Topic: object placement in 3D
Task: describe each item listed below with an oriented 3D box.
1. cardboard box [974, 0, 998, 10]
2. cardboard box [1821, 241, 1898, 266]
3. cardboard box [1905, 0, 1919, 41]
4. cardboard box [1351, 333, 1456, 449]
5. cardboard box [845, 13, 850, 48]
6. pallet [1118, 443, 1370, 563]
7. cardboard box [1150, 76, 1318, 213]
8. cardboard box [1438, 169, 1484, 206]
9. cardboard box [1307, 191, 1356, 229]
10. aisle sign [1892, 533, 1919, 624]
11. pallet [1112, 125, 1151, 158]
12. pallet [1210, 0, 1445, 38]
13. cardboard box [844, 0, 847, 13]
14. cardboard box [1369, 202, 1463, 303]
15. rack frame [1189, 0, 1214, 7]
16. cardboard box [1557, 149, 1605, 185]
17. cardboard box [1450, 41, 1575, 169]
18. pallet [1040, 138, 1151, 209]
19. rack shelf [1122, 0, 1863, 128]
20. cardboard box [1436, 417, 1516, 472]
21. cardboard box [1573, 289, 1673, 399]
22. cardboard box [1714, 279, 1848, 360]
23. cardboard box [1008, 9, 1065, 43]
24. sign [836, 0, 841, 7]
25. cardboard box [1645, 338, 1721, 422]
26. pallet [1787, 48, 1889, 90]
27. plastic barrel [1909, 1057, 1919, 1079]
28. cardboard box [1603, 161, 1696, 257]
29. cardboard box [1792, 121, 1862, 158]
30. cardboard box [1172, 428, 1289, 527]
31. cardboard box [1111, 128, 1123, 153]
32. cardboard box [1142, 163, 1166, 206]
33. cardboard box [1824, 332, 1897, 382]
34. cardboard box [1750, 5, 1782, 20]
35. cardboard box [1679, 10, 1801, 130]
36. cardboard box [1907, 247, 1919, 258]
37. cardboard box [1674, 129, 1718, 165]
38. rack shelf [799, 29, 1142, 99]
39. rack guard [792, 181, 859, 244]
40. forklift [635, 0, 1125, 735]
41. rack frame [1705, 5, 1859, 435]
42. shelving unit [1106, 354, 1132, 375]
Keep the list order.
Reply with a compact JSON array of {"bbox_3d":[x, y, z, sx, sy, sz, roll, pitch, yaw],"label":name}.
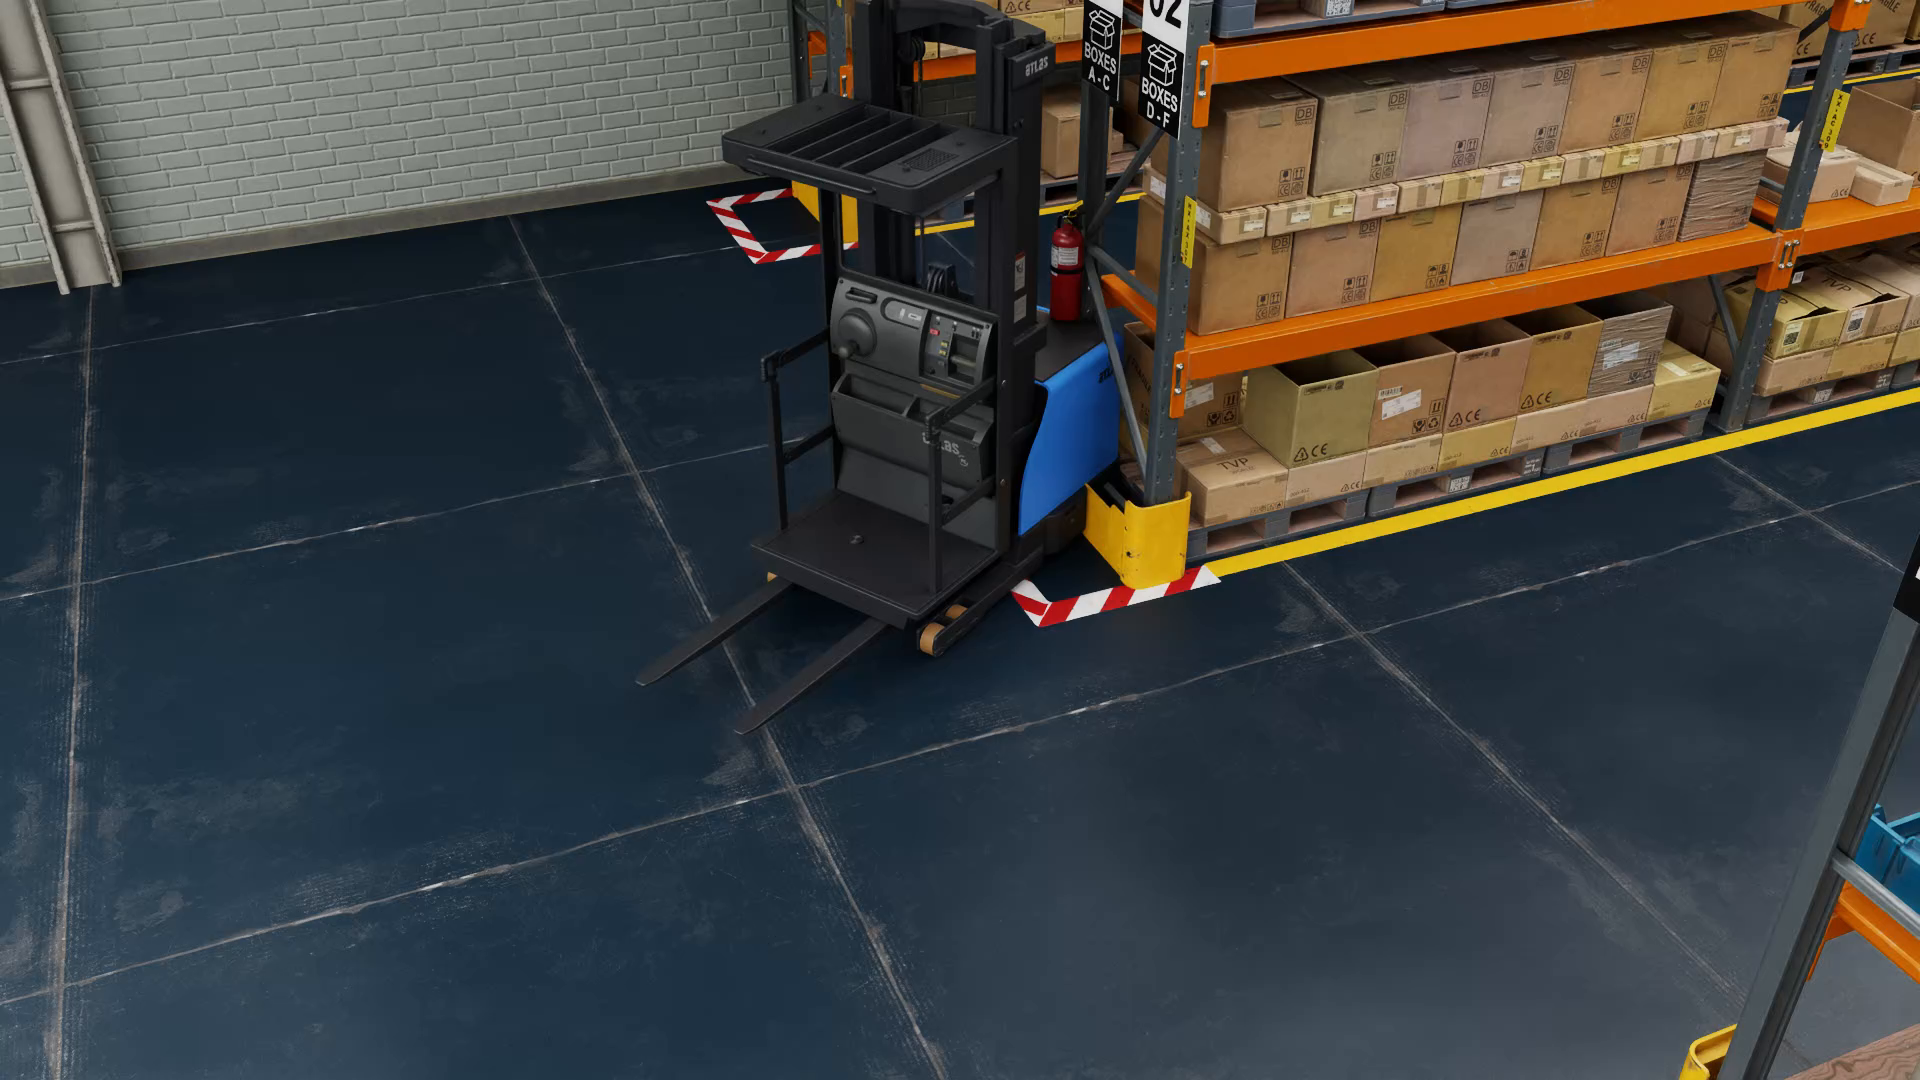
[{"bbox_3d":[-0.049,-4.119,12.180,0.500,0.500,0.500,-13,35,-19],"label":"cardboard box"},{"bbox_3d":[5.745,-1.870,10.914,0.500,0.311,0.500,-13,35,-19],"label":"cardboard box"},{"bbox_3d":[9.451,-5.416,16.328,0.750,0.750,0.750,-12,35,-18],"label":"cardboard box"},{"bbox_3d":[2.353,-0.878,9.216,0.500,0.500,0.500,-13,35,-19],"label":"cardboard box"},{"bbox_3d":[-0.709,-3.952,12.611,0.500,0.250,0.500,-12,35,-18],"label":"cardboard box"},{"bbox_3d":[1.545,-0.334,9.488,1.213,0.211,1.003,-13,35,-19],"label":"pallet"},{"bbox_3d":[1.341,-2.009,8.224,0.500,0.500,0.700,-13,35,-19],"label":"cardboard box"},{"bbox_3d":[2.488,-1.882,8.623,0.250,0.149,0.380,-13,35,-20],"label":"cardboard box"},{"bbox_3d":[1.775,-1.718,8.371,0.250,0.149,0.380,-13,35,-19],"label":"cardboard box"},{"bbox_3d":[2.589,-0.052,4.115,0.004,0.787,0.394,-13,35,-19],"label":"aisle sign"},{"bbox_3d":[2.018,-3.327,14.087,1.213,0.211,1.003,-13,35,-19],"label":"pallet"},{"bbox_3d":[1.518,-2.677,7.862,1.213,0.211,1.003,-13,35,-19],"label":"pallet"},{"bbox_3d":[-0.712,-4.277,12.422,0.500,0.500,0.500,-13,35,-19],"label":"cardboard box"},{"bbox_3d":[2.234,-1.669,8.892,0.500,0.500,0.700,-13,35,-19],"label":"cardboard box"},{"bbox_3d":[0.856,-3.835,6.811,0.127,3.000,1.000,-13,35,-19],"label":"rack frame"},{"bbox_3d":[3.205,-2.046,8.876,0.250,0.149,0.380,-12,35,-18],"label":"cardboard box"},{"bbox_3d":[2.750,-2.336,8.726,0.500,0.500,0.700,-13,35,-19],"label":"cardboard box"},{"bbox_3d":[0.891,-3.067,13.688,1.213,0.211,1.003,-13,35,-19],"label":"pallet"},{"bbox_3d":[2.700,-2.698,8.474,4.000,0.370,1.077,-13,35,-19],"label":"rack shelf"},{"bbox_3d":[2.821,-0.661,9.570,0.500,0.250,0.500,-13,35,-19],"label":"cardboard box"},{"bbox_3d":[3.736,-1.195,9.703,0.500,0.500,0.500,-13,35,-19],"label":"cardboard box"},{"bbox_3d":[5.022,-1.385,10.169,0.500,0.311,0.500,-13,35,-19],"label":"cardboard box"},{"bbox_3d":[0.453,-3.921,12.562,0.500,0.250,0.500,-13,35,-20],"label":"cardboard box"},{"bbox_3d":[-0.855,-3.900,11.618,0.005,0.325,0.100,-13,35,-19],"label":"sign"},{"bbox_3d":[4.202,-0.980,10.061,0.500,0.250,0.500,-13,35,-19],"label":"cardboard box"},{"bbox_3d":[8.191,-4.715,16.220,1.213,0.211,1.003,-13,35,-19],"label":"pallet"},{"bbox_3d":[3.348,1.861,5.454,0.421,0.512,0.421,0,33,0],"label":"plastic barrel"},{"bbox_3d":[3.654,-1.995,9.392,0.500,0.500,0.700,-13,35,-19],"label":"cardboard box"},{"bbox_3d":[5.284,-2.386,10.208,0.258,0.266,0.396,-14,35,-20],"label":"cardboard box"},{"bbox_3d":[1.437,-0.345,9.084,0.500,0.250,0.500,-13,35,-19],"label":"cardboard box"},{"bbox_3d":[1.141,-3.317,13.726,0.250,0.149,0.380,-16,36,-23],"label":"cardboard box"},{"bbox_3d":[1.135,-1.811,8.514,0.250,0.149,0.380,-13,35,-20],"label":"cardboard box"},{"bbox_3d":[5.484,-1.256,10.484,0.500,0.250,0.500,-12,35,-18],"label":"cardboard box"},{"bbox_3d":[7.040,-4.864,15.479,0.750,0.750,0.750,-13,35,-20],"label":"cardboard box"},{"bbox_3d":[4.138,-2.654,9.215,0.500,0.500,0.700,-13,35,-19],"label":"cardboard box"},{"bbox_3d":[6.439,-1.711,10.668,0.500,0.311,0.500,-12,35,-18],"label":"cardboard box"},{"bbox_3d":[3.907,-2.206,9.121,0.250,0.149,0.380,-14,36,-20],"label":"cardboard box"},{"bbox_3d":[0.779,-3.931,13.119,4.000,0.370,1.077,-13,35,-19],"label":"rack shelf"},{"bbox_3d":[-0.995,-2.779,12.980,0.348,0.500,1.175,-13,35,-19],"label":"rack guard"},{"bbox_3d":[-0.365,-0.950,7.940,1.130,2.935,3.031,21,39,29],"label":"forklift"},{"bbox_3d":[4.545,-2.165,9.745,0.127,3.000,1.000,-13,35,-19],"label":"rack frame"},{"bbox_3d":[0.648,-0.691,9.190,0.210,0.900,0.258,-19,51,-41],"label":"shelving unit"}]
